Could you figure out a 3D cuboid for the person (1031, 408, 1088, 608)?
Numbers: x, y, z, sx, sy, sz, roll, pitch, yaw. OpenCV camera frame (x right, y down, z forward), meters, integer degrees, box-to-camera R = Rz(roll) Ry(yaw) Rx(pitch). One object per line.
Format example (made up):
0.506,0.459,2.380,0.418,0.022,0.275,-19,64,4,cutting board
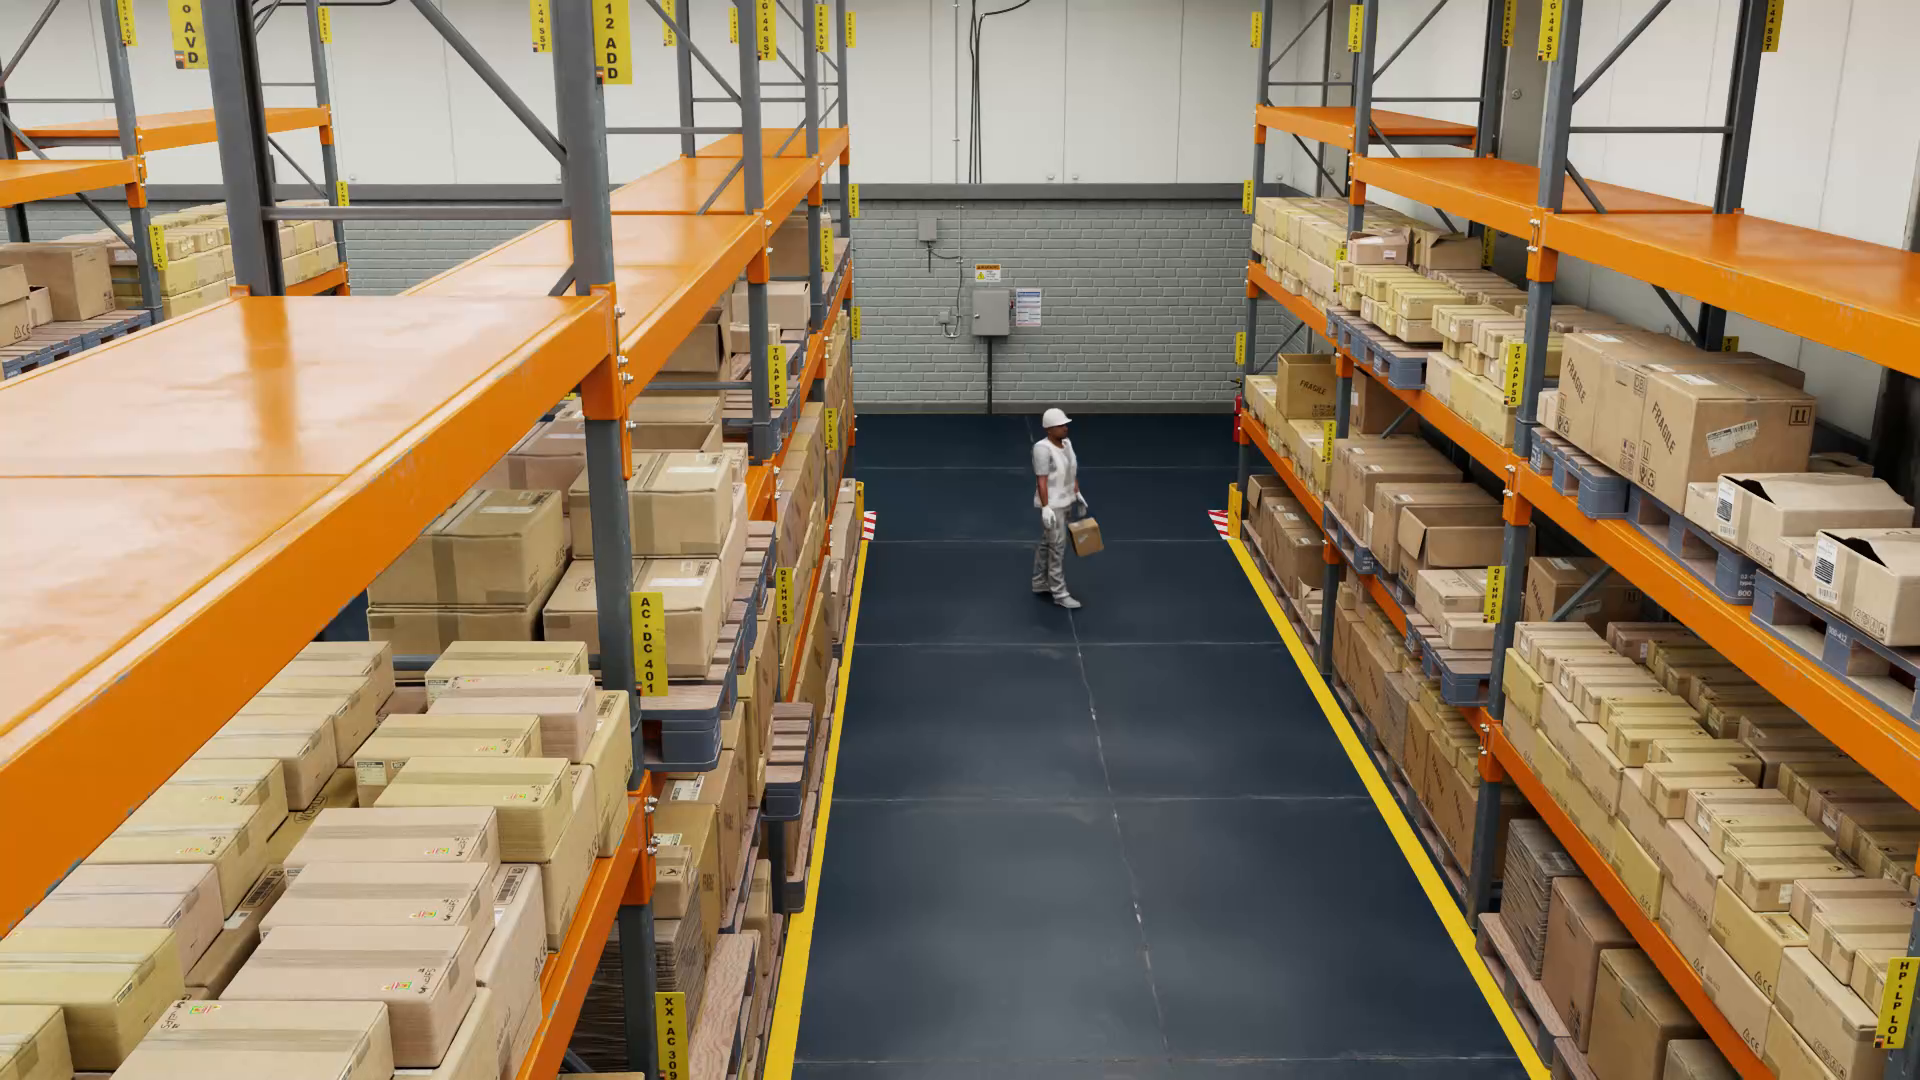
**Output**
0.893,-0.302,14.995,0.616,1.789,0.642,9,19,27,person
